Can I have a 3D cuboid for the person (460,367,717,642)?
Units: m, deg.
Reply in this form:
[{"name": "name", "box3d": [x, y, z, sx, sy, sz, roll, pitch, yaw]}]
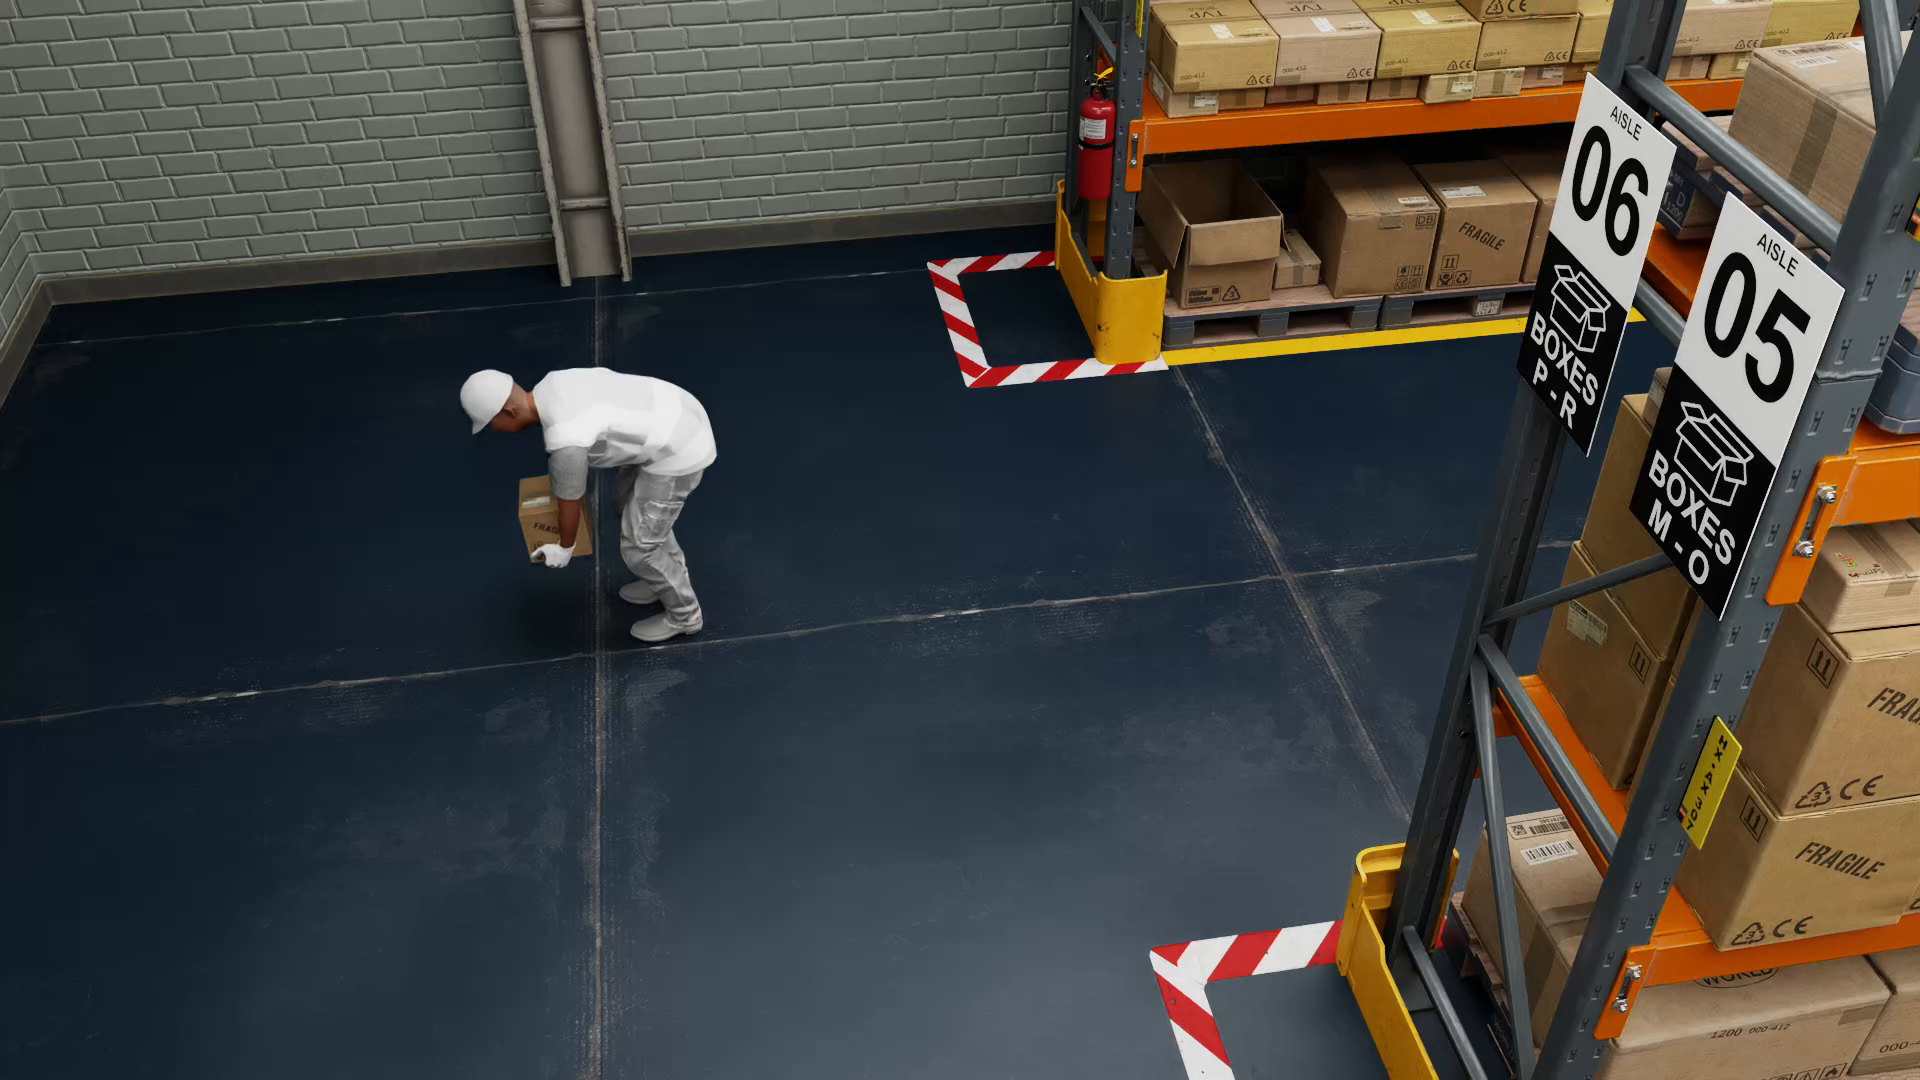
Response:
[{"name": "person", "box3d": [-1.444, -0.171, 6.745, 0.938, 1.294, 0.500, -8, 39, -9]}]
